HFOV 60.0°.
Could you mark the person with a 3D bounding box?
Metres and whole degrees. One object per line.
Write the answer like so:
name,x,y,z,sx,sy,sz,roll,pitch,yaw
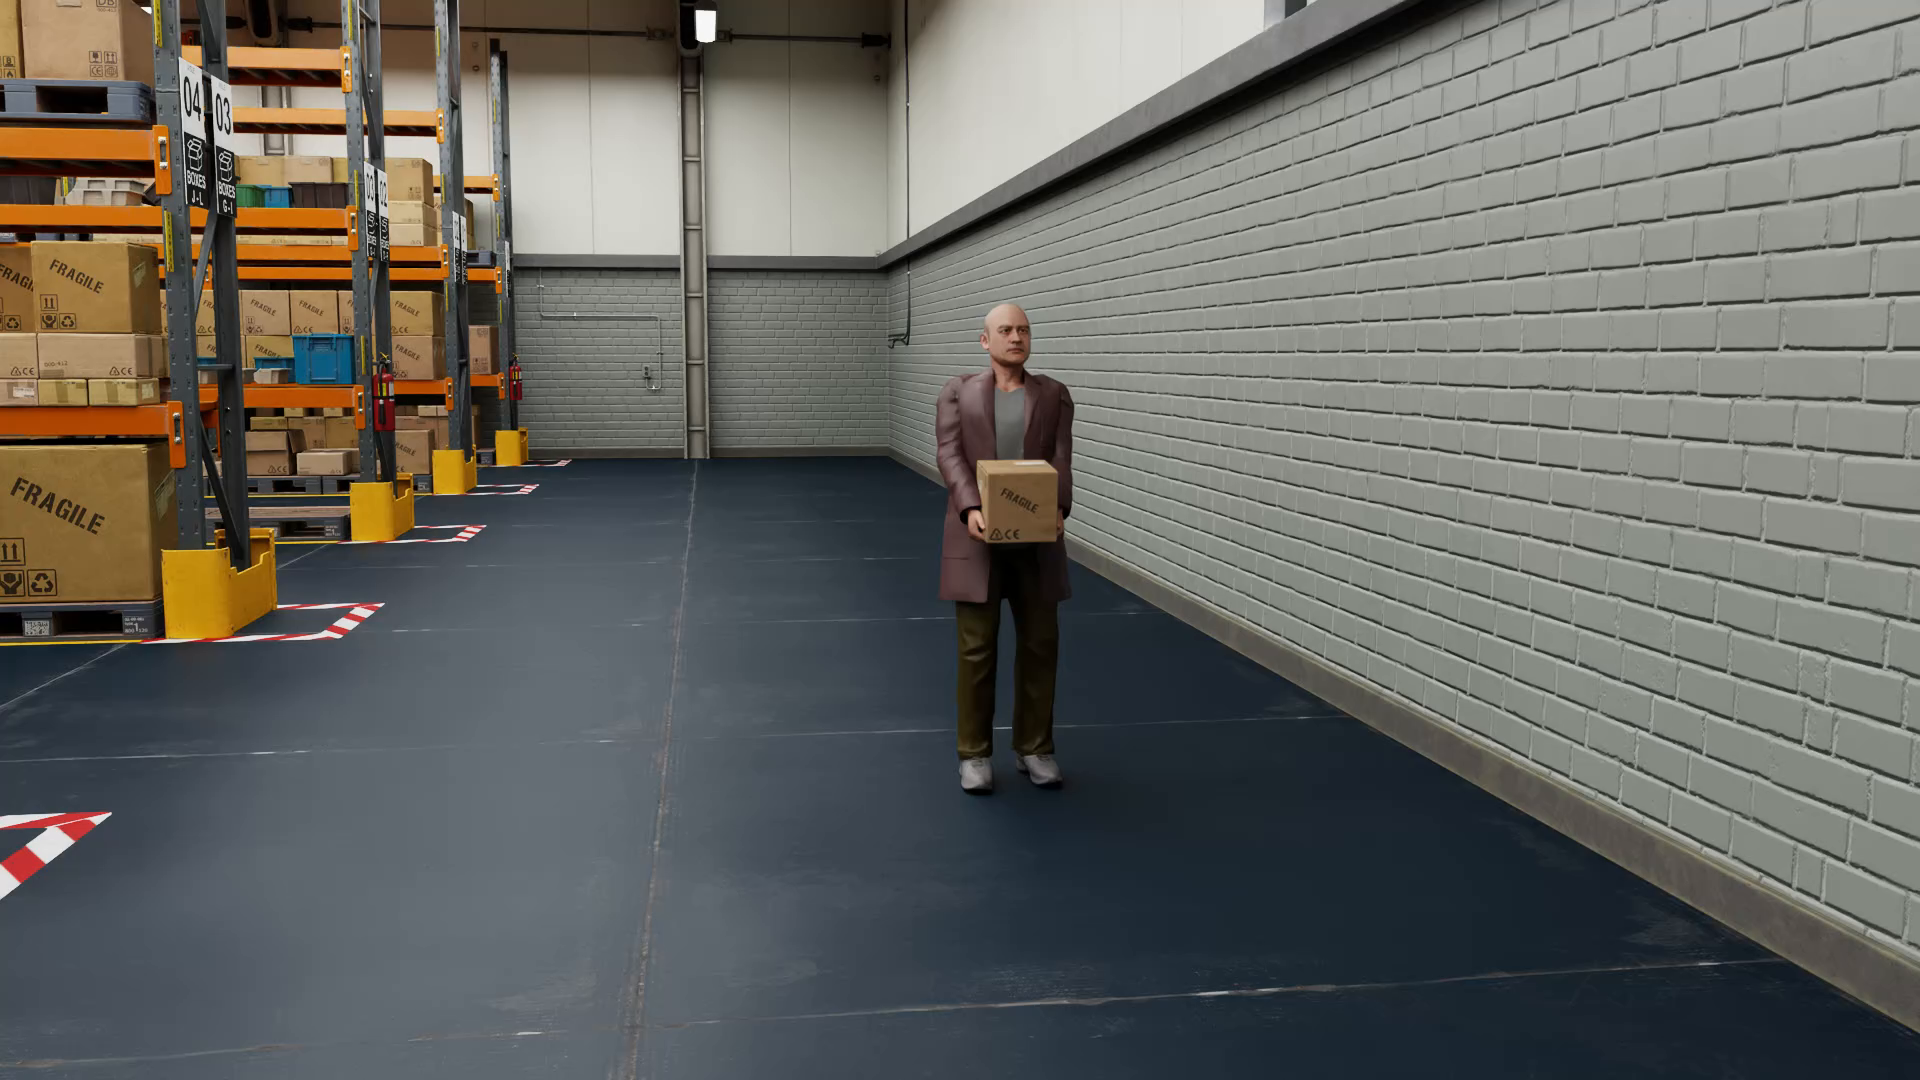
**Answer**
person,0.185,0.024,6.086,0.527,1.769,0.563,-1,6,-8
